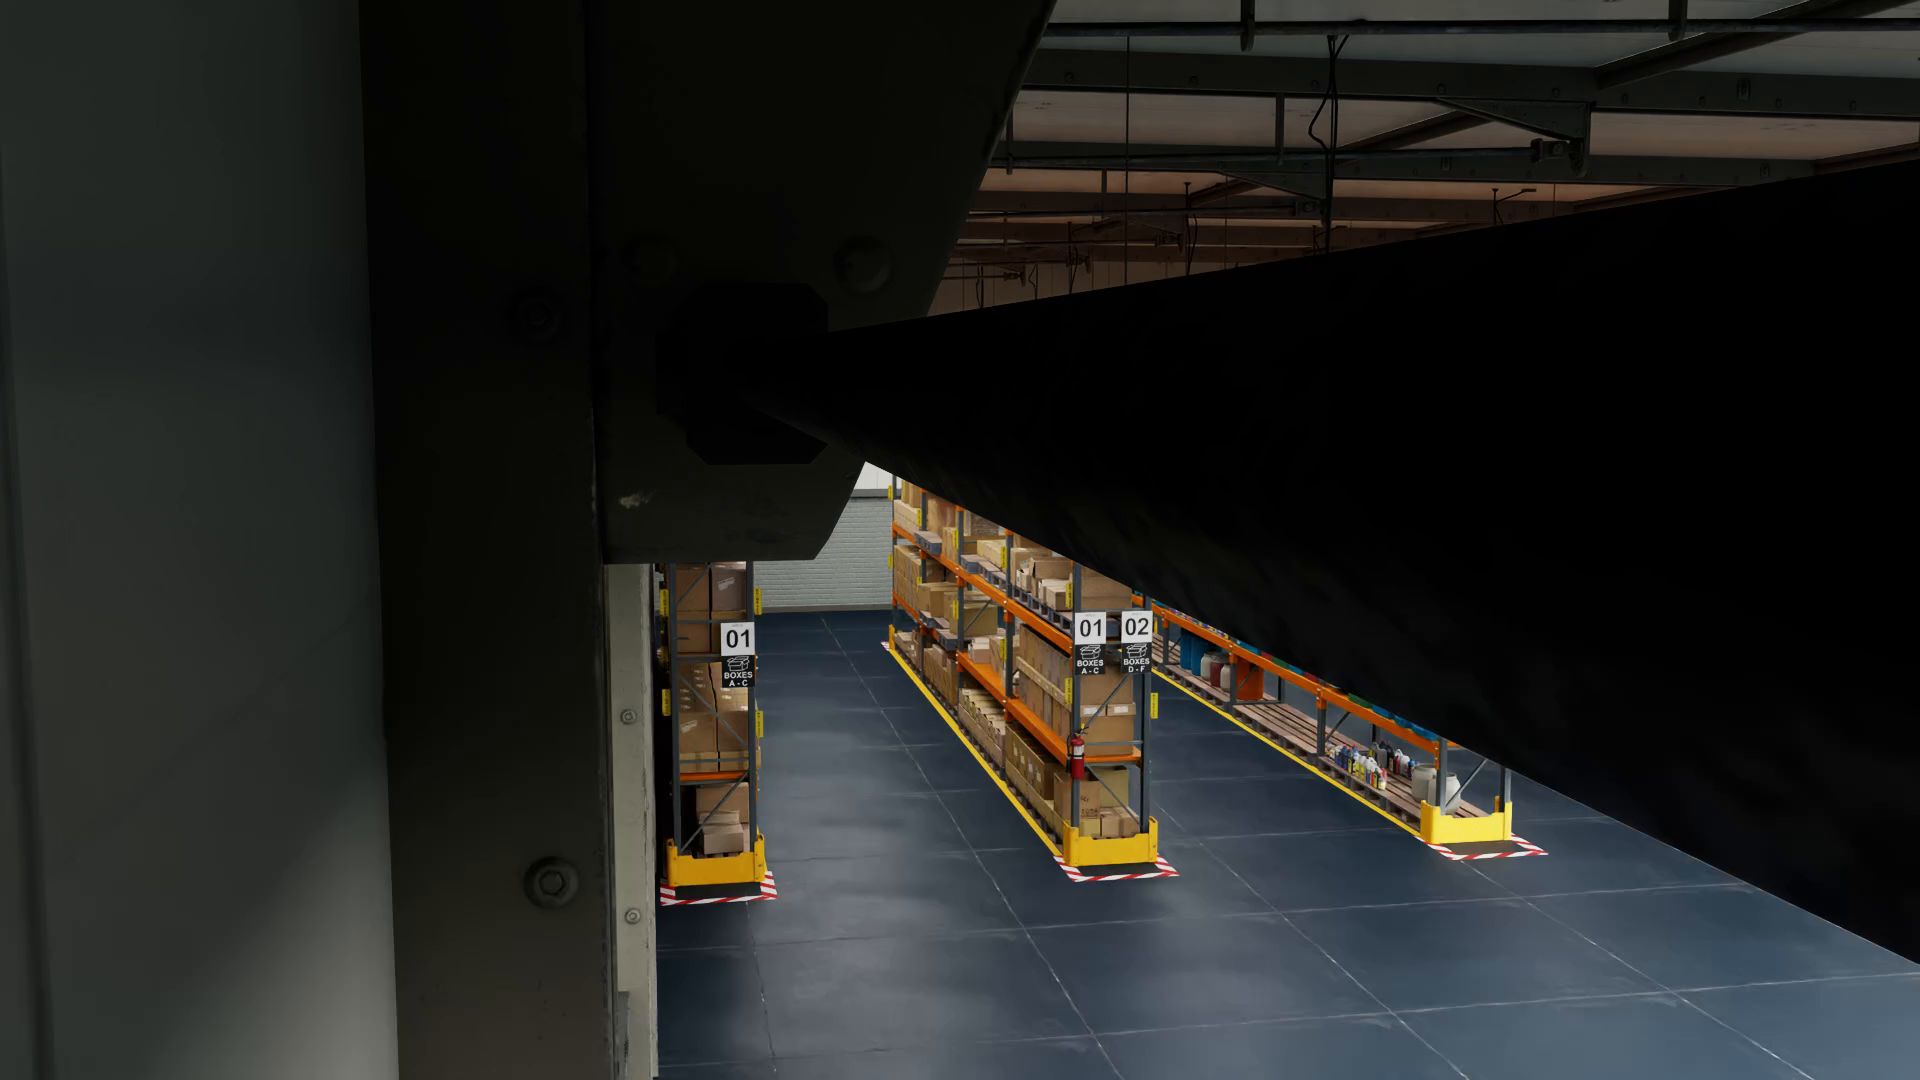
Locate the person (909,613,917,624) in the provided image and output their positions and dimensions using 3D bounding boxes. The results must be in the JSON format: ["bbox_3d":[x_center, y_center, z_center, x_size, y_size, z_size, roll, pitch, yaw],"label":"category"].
[{"bbox_3d":[-1.067,1.118,40.154,0.557,1.730,1.031,-3,7,-25],"label":"person"}]

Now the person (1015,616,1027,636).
[{"bbox_3d":[1.312,1.773,34.437,0.702,1.694,0.732,0,6,-2],"label":"person"}]
